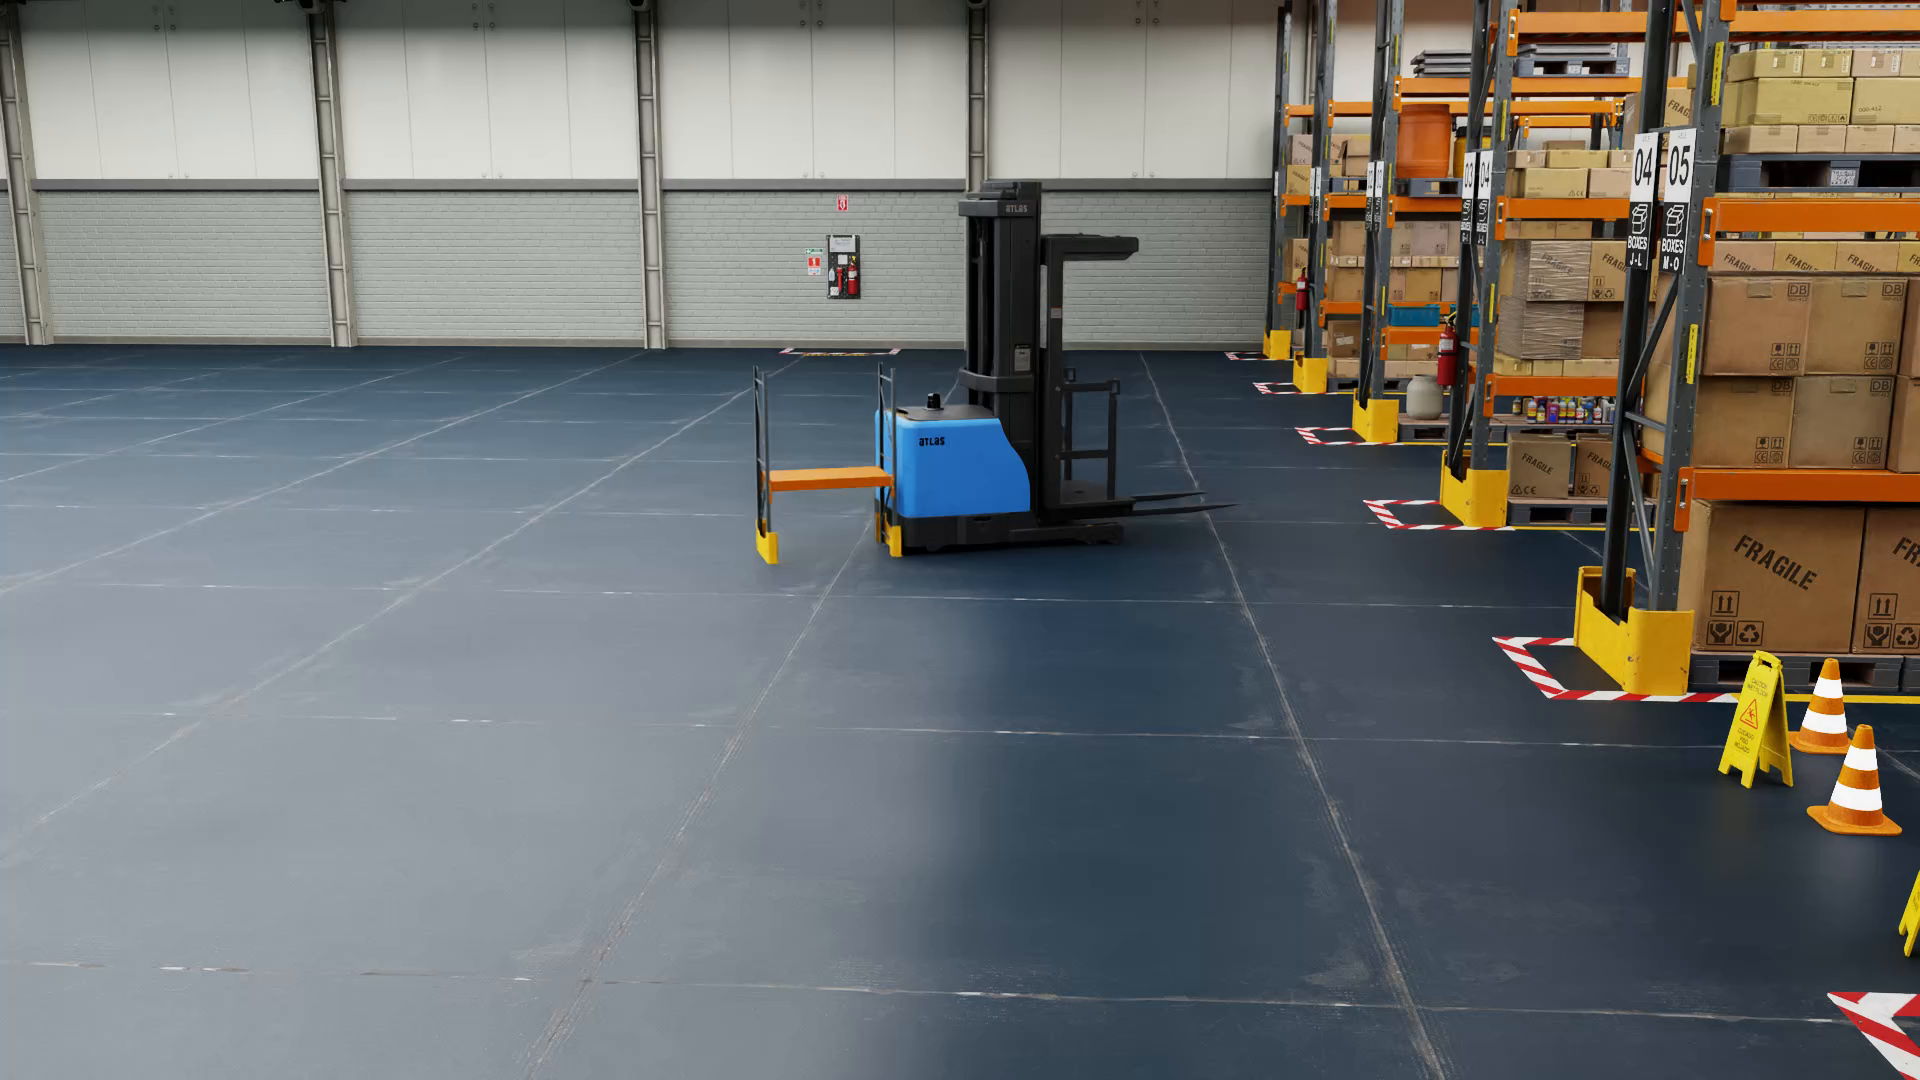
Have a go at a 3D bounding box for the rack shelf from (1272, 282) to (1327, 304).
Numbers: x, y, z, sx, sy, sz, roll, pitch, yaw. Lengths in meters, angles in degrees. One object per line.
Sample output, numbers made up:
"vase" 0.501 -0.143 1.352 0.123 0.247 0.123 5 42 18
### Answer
"rack shelf" 7.536 -4.354 29.185 4.000 0.370 1.077 1 12 4

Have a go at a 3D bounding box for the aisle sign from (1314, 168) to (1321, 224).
"aisle sign" 5.127 -4.933 23.843 0.004 0.787 0.394 1 12 4

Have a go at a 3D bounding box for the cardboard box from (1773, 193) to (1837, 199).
"cardboard box" 7.037 -3.006 14.024 0.500 0.250 0.500 1 12 3

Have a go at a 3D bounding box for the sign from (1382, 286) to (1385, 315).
"sign" 4.838 -2.733 19.002 0.005 0.325 0.100 1 12 4

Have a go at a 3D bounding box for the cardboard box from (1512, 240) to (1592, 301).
"cardboard box" 5.078 -2.319 14.285 0.500 0.500 0.500 1 12 4

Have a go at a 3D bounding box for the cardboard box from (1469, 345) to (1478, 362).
"cardboard box" 7.230 -2.875 24.213 0.500 0.500 0.500 1 12 4

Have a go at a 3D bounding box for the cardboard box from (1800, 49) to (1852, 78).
"cardboard box" 4.677 -2.603 9.126 0.250 0.149 0.380 1 12 4

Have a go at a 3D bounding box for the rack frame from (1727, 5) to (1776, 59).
"rack frame" 8.870 -5.592 18.691 0.127 3.000 1.000 1 12 4

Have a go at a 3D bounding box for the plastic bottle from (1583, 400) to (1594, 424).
"plastic bottle" 7.311 -1.493 19.336 0.097 0.271 0.097 0 12 0

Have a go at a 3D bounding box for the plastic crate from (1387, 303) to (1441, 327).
"plastic crate" 5.398 -2.691 19.842 0.616 0.251 0.499 1 12 4

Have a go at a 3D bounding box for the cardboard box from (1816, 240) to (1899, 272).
"cardboard box" 7.573 -2.284 14.117 0.500 0.500 0.500 1 12 4

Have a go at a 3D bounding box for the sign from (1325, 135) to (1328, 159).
"sign" 5.170 -5.543 23.458 0.005 0.325 0.100 1 12 4

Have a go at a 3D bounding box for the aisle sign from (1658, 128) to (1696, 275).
"aisle sign" 4.025 -1.898 9.338 0.004 0.787 0.394 1 12 4

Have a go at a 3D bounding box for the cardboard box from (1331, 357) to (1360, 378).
"cardboard box" 5.734 -2.529 24.391 0.500 0.250 0.500 1 12 4

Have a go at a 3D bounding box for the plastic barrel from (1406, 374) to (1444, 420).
"plastic barrel" 5.541 -1.704 19.810 0.421 0.512 0.421 0 12 0

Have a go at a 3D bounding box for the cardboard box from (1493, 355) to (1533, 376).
"cardboard box" 4.816 -1.523 14.504 0.250 0.149 0.380 1 12 4

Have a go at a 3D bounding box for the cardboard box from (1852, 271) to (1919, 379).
"cardboard box" 5.588 -1.251 9.589 0.550 0.550 0.875 1 12 4

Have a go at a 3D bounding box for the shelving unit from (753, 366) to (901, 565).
"shelving unit" -1.063 -0.628 13.279 1.083 1.500 0.587 -3 12 -15

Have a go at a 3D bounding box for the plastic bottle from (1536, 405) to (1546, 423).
"plastic bottle" 6.770 -1.466 19.379 0.097 0.201 0.097 0 12 0

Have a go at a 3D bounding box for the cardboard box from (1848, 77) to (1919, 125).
"cardboard box" 5.087 -2.415 9.203 0.500 0.250 0.500 1 12 3

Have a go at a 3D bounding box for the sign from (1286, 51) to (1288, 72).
"sign" 5.504 -8.055 27.995 0.005 0.325 0.100 1 12 4

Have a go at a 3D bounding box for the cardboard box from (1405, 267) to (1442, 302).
"cardboard box" 6.698 -3.748 24.283 0.500 0.500 0.700 1 12 4

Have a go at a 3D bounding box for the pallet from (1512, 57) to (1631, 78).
"pallet" 6.825 -5.325 18.855 1.213 0.211 1.003 1 12 4

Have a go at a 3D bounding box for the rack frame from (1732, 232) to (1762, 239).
"rack frame" 13.523 -4.624 28.719 0.127 3.000 1.000 1 12 4

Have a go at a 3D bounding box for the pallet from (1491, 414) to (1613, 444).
"pallet" 6.982 -1.324 19.753 1.213 0.211 1.003 1 12 4

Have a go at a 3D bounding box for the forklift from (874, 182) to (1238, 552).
"forklift" 0.848 -1.494 13.924 3.031 2.935 1.130 -4 12 -17

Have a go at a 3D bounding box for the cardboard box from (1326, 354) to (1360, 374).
"cardboard box" 5.768 -2.635 24.896 0.500 0.250 0.500 1 12 4

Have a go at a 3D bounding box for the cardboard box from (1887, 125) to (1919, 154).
"cardboard box" 5.193 -2.206 9.173 0.250 0.149 0.380 1 12 4

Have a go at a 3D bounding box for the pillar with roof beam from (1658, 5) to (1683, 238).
"pillar with roof beam" 11.996 -6.876 24.830 0.548 9.000 9.100 1 12 4

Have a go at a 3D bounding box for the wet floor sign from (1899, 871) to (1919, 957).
"wet floor sign" 3.768 1.258 6.350 0.232 0.644 0.267 5 13 23

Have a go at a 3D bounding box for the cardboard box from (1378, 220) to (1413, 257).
"cardboard box" 6.256 -4.390 24.186 0.500 0.500 0.700 0 12 2

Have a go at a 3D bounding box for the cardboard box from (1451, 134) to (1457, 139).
"cardboard box" 8.463 -6.652 28.353 0.500 0.500 0.500 1 12 7

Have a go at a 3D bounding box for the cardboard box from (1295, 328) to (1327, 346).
"cardboard box" 6.225 -3.605 29.340 0.500 0.311 0.500 -1 12 -3

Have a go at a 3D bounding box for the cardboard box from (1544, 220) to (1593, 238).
"cardboard box" 8.761 -4.356 24.023 0.500 0.500 0.700 1 12 4

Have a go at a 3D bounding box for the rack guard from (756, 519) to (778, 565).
"rack guard" -1.542 0.011 13.275 0.087 0.250 0.587 -3 12 -15

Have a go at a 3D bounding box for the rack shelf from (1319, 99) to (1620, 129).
"rack shelf" 7.209 -6.083 23.774 4.000 0.370 1.077 1 12 4

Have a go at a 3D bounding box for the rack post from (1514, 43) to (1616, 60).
"rack post" 6.814 -5.589 18.864 0.954 0.300 0.937 1 12 3

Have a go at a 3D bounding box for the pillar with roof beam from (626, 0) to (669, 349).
"pillar with roof beam" -5.964 -7.122 26.008 0.548 9.000 9.100 1 12 4

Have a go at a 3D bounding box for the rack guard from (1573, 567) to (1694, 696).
"rack guard" 4.092 0.537 10.150 0.348 0.500 1.175 1 12 4

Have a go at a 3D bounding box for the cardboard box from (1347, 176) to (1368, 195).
"cardboard box" 6.910 -6.184 28.557 0.500 0.500 0.500 1 12 6

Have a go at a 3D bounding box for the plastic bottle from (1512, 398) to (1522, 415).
"plastic bottle" 6.741 -1.620 20.116 0.097 0.201 0.097 0 12 0

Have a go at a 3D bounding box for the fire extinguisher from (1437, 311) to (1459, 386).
"fire extinguisher" 4.464 -1.756 15.195 0.183 0.674 0.296 1 12 4

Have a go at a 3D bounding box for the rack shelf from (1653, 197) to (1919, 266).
"rack shelf" 6.111 -1.775 9.528 4.000 0.370 1.077 1 12 4

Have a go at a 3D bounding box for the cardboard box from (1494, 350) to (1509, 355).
"cardboard box" 4.846 -1.613 14.939 0.250 0.149 0.380 1 12 4

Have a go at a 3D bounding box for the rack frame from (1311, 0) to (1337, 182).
"rack frame" 5.213 -6.658 23.790 0.127 3.000 1.000 1 12 4

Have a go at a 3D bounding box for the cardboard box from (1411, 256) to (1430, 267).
"cardboard box" 6.621 -4.025 24.026 0.250 0.149 0.380 0 12 2

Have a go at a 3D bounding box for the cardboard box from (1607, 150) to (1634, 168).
"cardboard box" 5.587 -3.217 14.058 0.250 0.149 0.380 1 12 6
